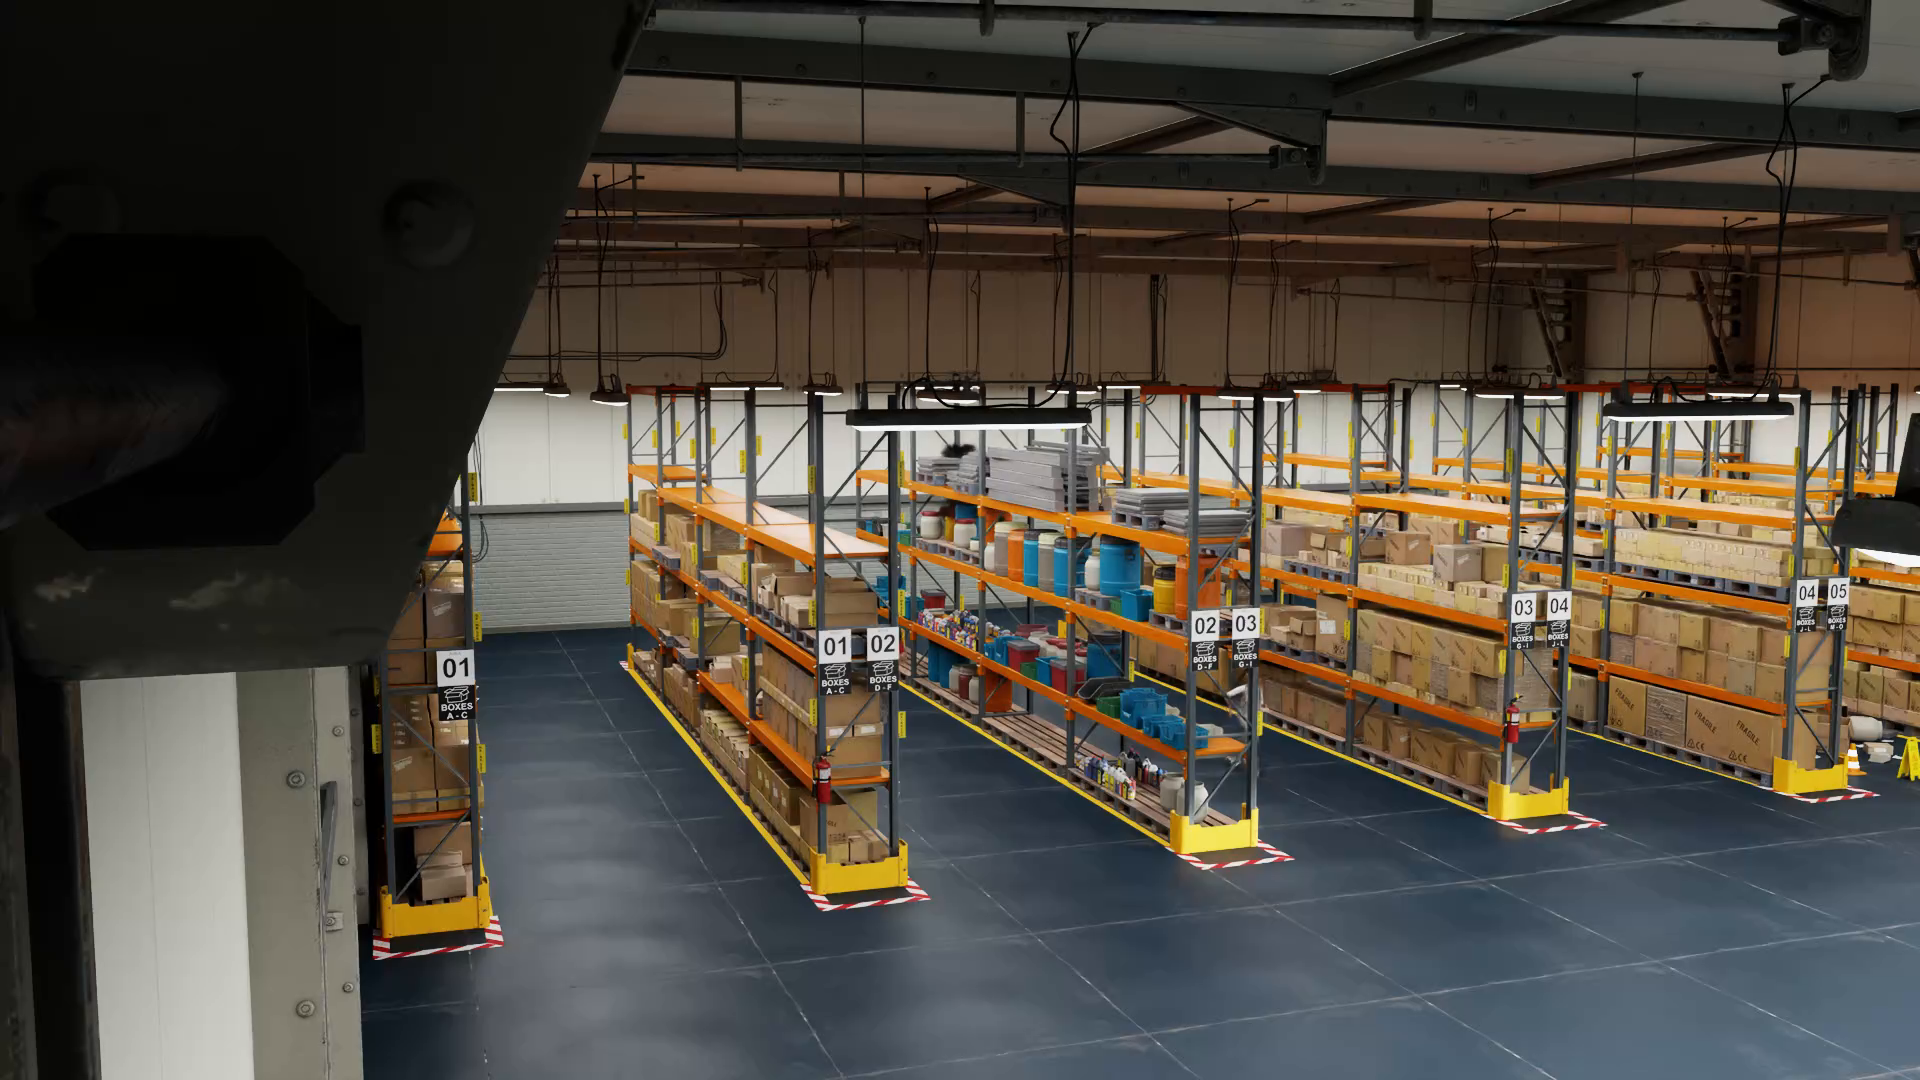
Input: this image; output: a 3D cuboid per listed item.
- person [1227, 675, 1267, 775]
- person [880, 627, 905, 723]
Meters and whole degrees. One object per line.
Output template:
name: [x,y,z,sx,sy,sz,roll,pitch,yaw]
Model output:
person: [4.499,2.847,26.121,0.555,1.615,0.790,-4,7,-33]
person: [-1.288,2.403,29.941,0.638,1.801,0.780,-3,7,-28]
